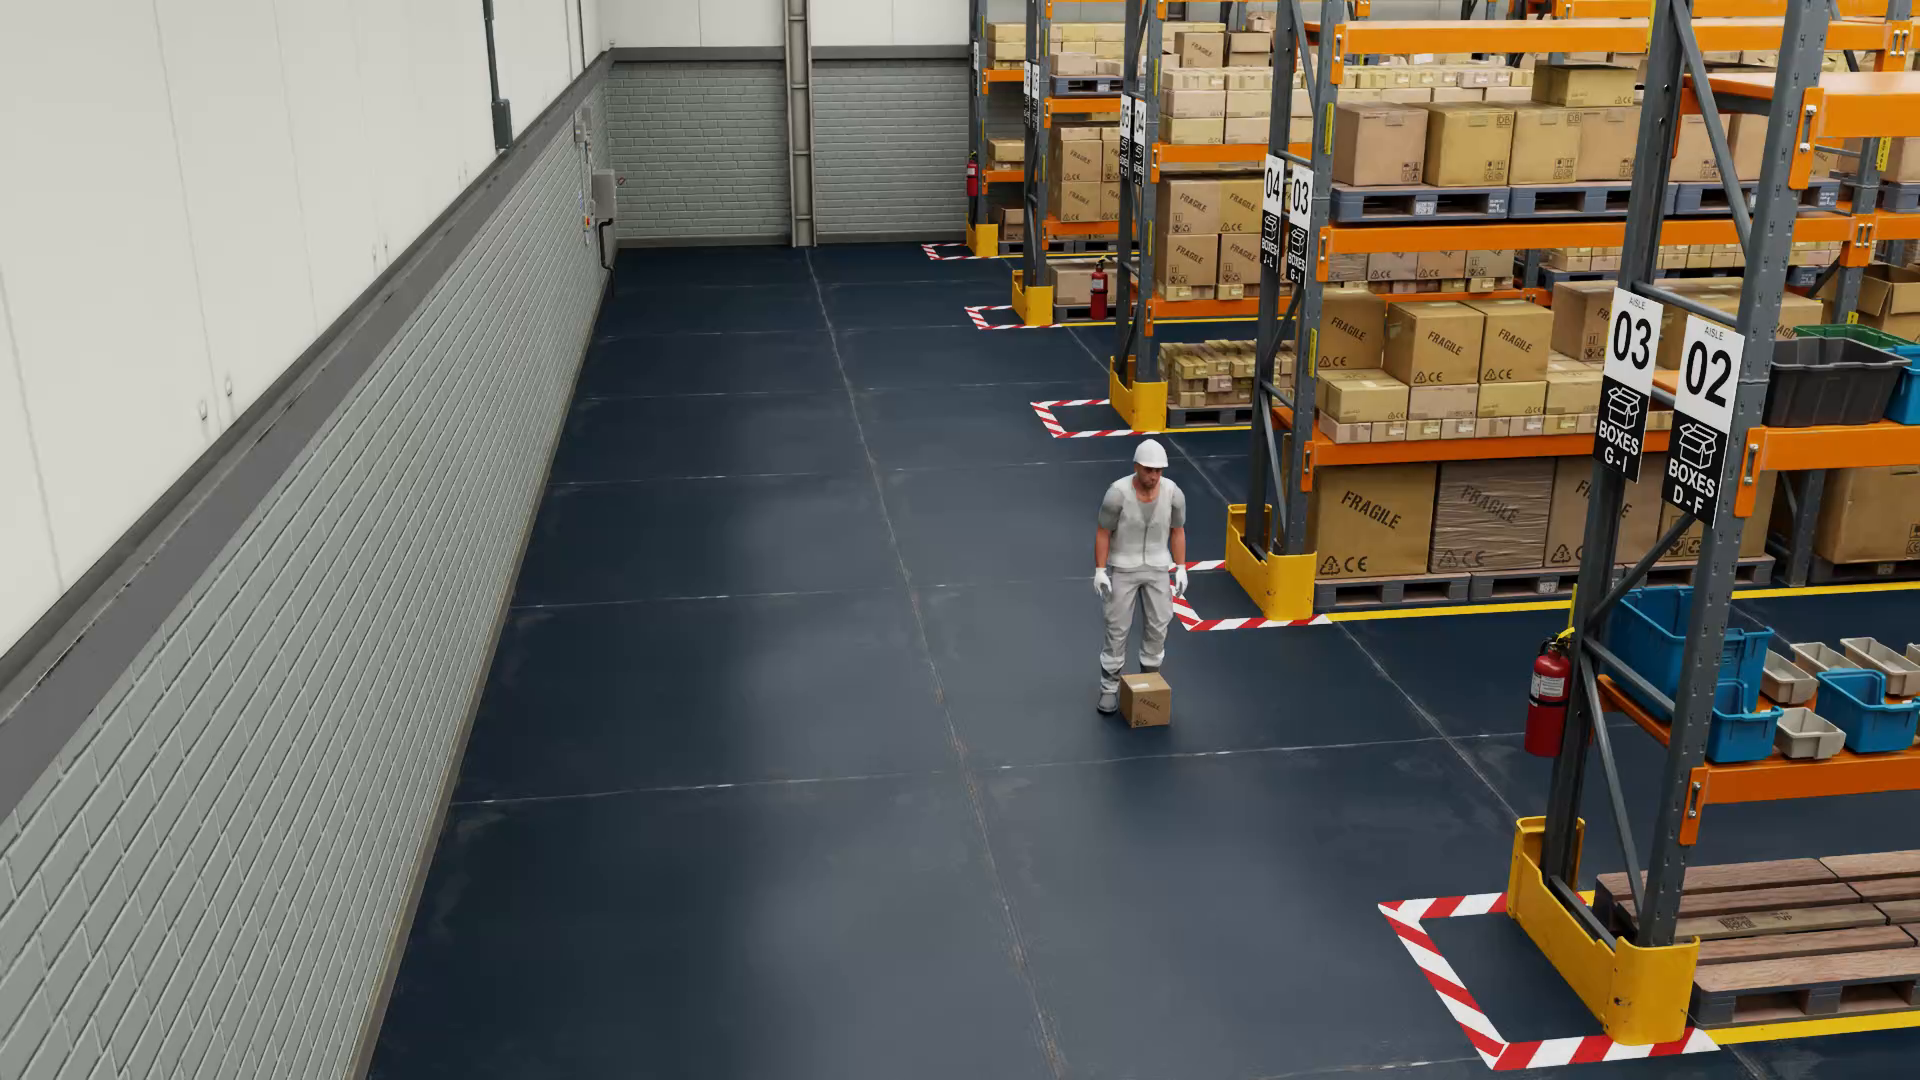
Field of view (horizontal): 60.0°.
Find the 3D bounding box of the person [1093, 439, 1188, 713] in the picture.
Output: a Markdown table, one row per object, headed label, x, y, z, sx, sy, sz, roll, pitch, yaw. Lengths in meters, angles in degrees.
| label | x | y | z | sx | sy | sz | roll | pitch | yaw |
| --- | --- | --- | --- | --- | --- | --- | --- | --- | --- |
| person | 1.134 | 0.214 | 10.454 | 0.609 | 1.780 | 0.448 | -3 | 20 | -7 |
